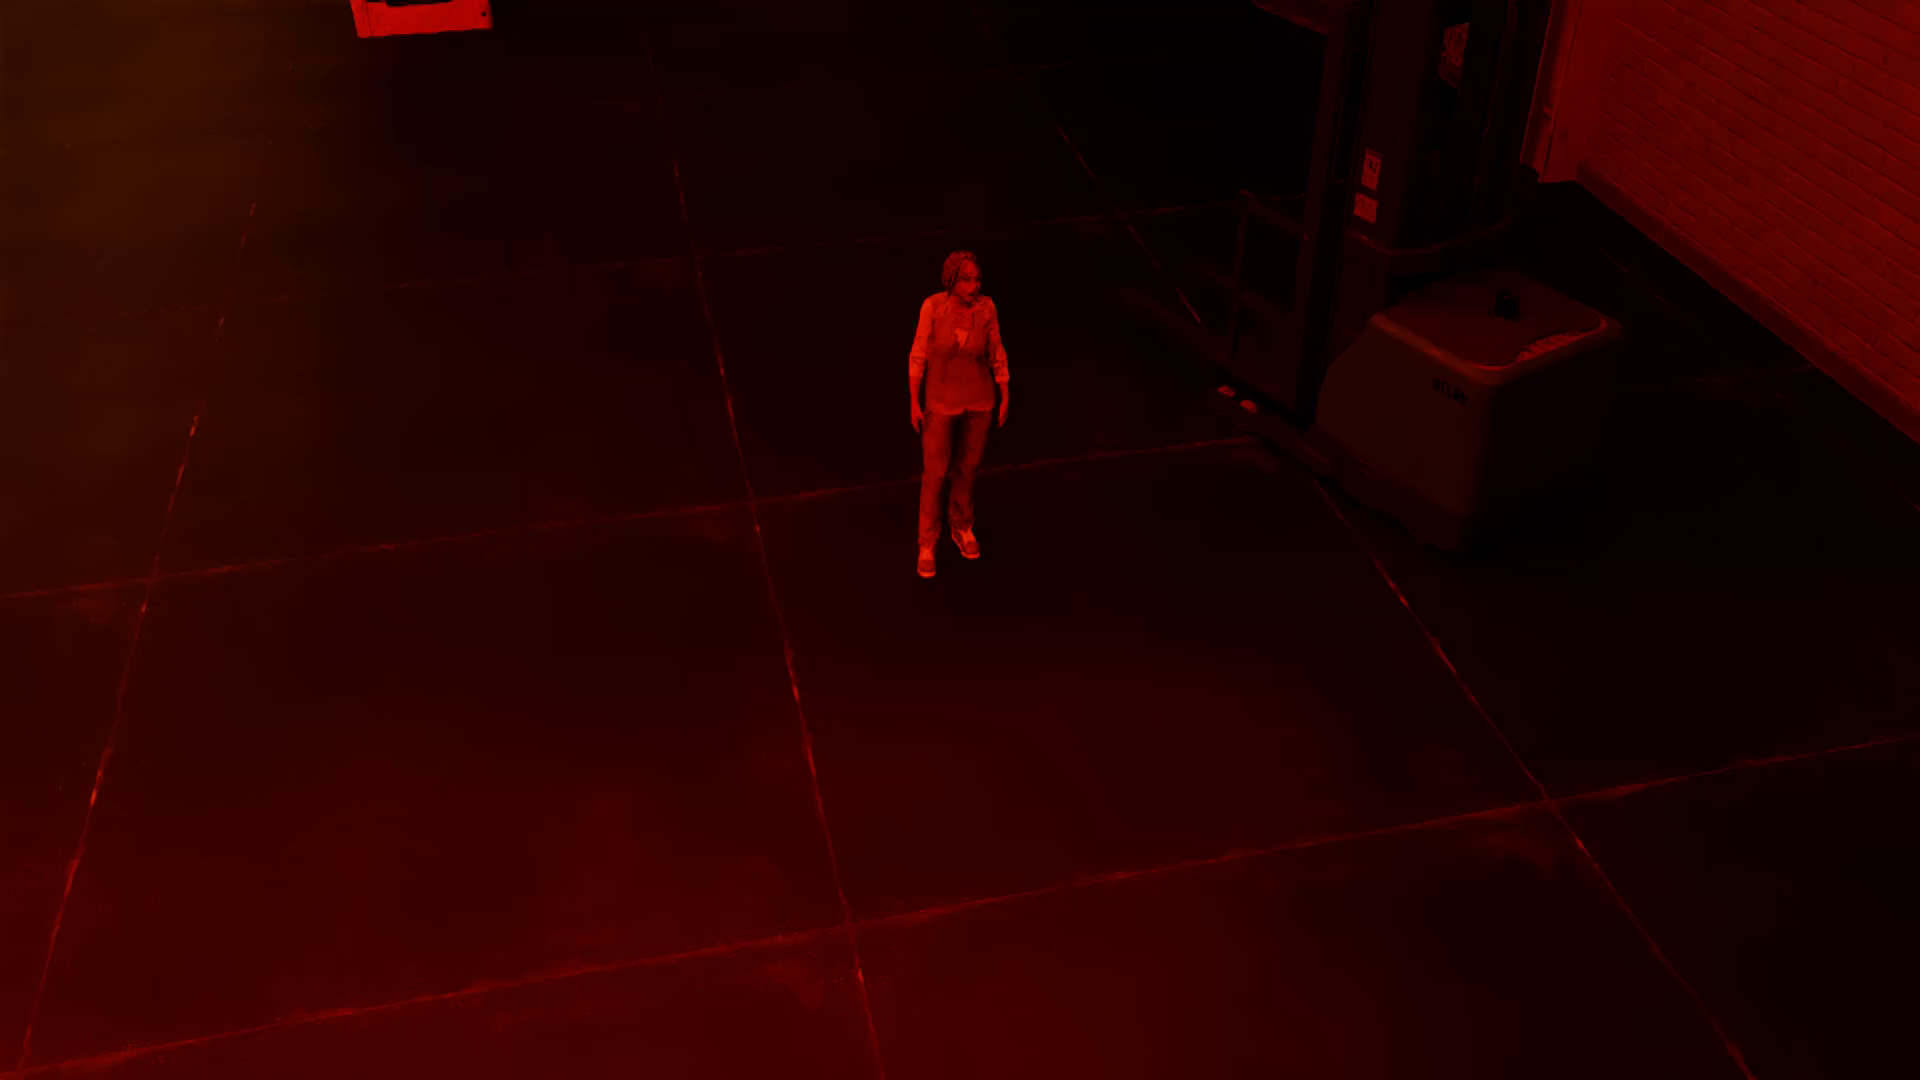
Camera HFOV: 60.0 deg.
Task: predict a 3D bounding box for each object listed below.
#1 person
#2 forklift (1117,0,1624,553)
[{"bbox_3d":[0.003,-0.610,8.028,0.521,1.597,0.474,-8,36,-11],"label":"person"},{"bbox_3d":[2.080,-1.950,8.760,1.130,2.935,3.031,-21,41,-26],"label":"forklift"}]
